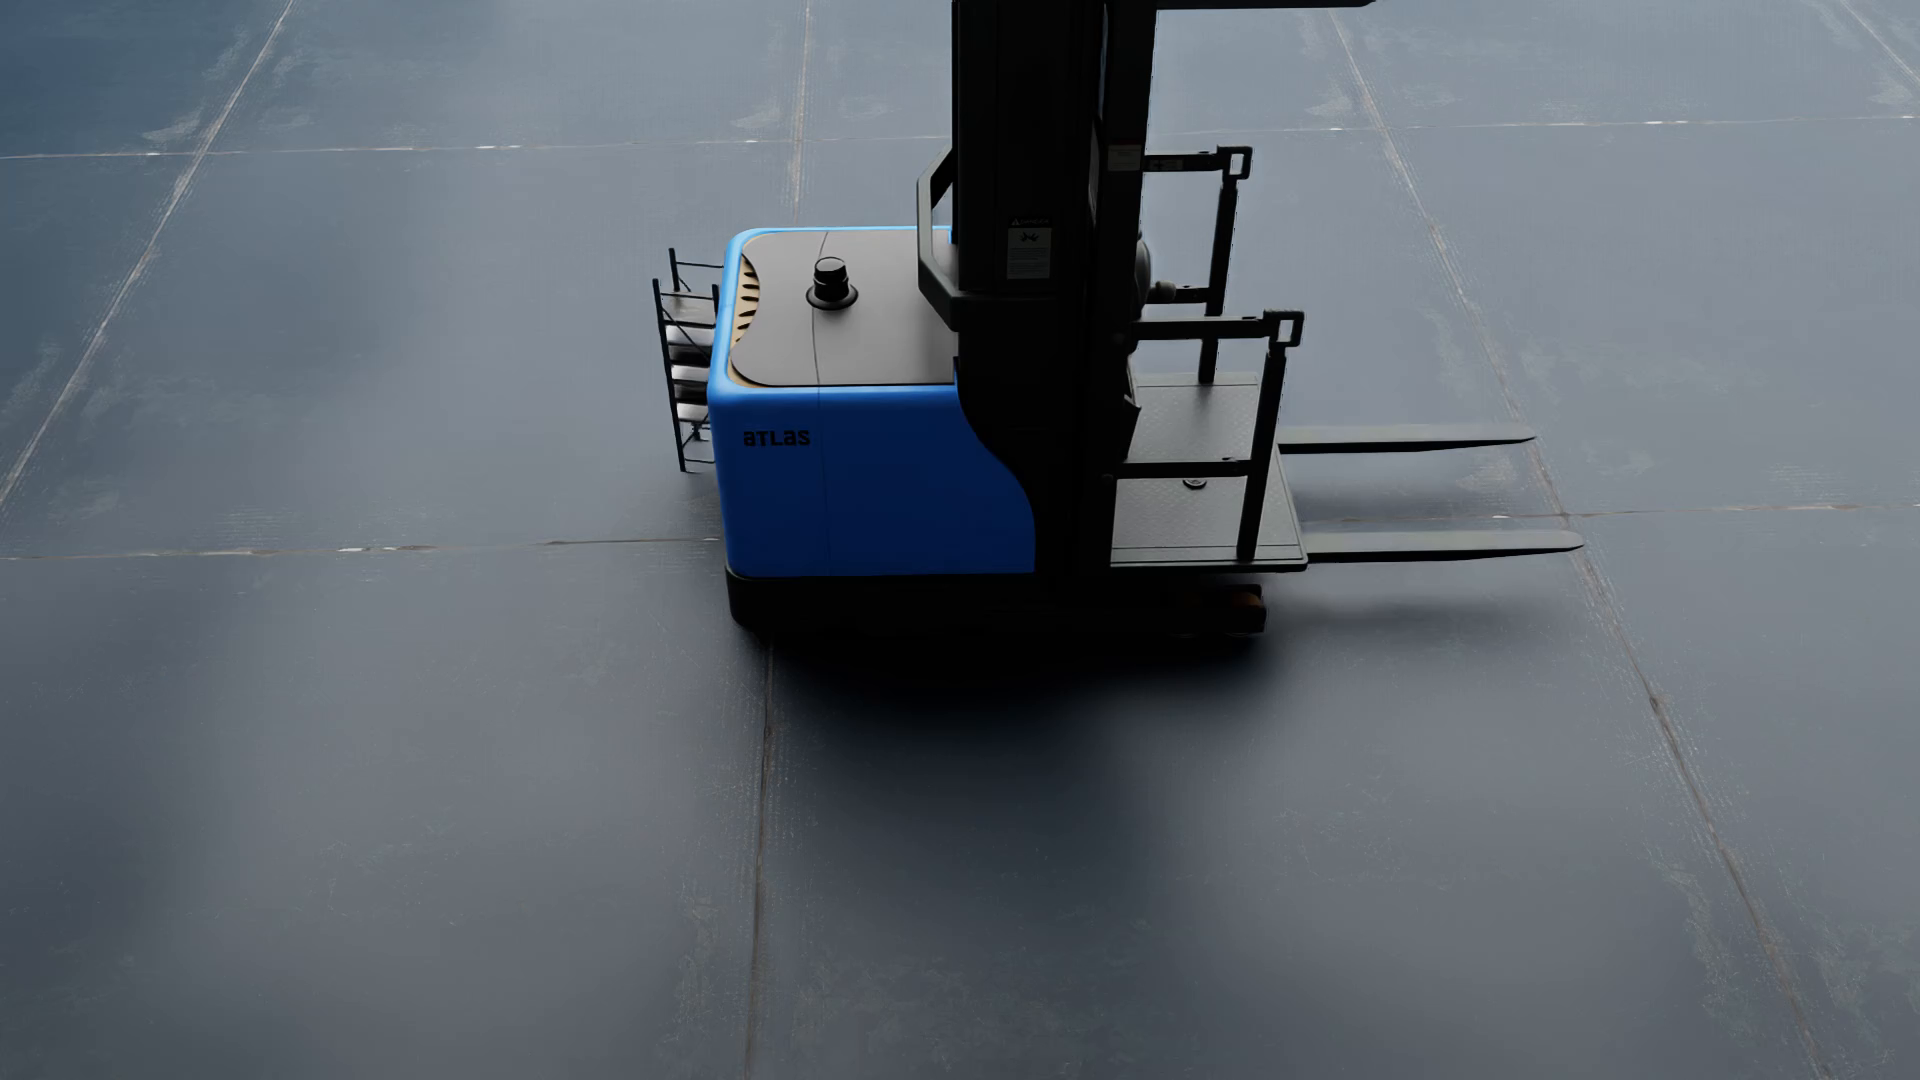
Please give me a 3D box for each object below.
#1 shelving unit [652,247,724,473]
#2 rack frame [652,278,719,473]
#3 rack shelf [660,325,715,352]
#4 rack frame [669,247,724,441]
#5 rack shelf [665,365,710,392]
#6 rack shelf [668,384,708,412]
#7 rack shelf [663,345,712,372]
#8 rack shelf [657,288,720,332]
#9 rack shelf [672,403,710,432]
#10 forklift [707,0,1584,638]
[{"bbox_3d":[-0.964,-0.656,6.300,0.258,0.900,0.210,6,43,7],"label":"shelving unit"},{"bbox_3d":[-0.980,-0.589,6.226,0.240,0.900,0.006,6,43,7],"label":"rack frame"},{"bbox_3d":[-0.964,-0.764,6.201,0.258,0.077,0.200,6,43,7],"label":"rack shelf"},{"bbox_3d":[-0.947,-0.724,6.374,0.240,0.900,0.006,6,43,7],"label":"rack frame"},{"bbox_3d":[-0.964,-0.632,6.322,0.258,0.077,0.200,6,43,7],"label":"rack shelf"},{"bbox_3d":[-0.964,-0.566,6.383,0.258,0.077,0.200,6,43,7],"label":"rack shelf"},{"bbox_3d":[-0.964,-0.698,6.262,0.258,0.077,0.200,6,43,7],"label":"rack shelf"},{"bbox_3d":[-0.964,-0.831,6.140,0.258,0.077,0.200,6,43,7],"label":"rack shelf"},{"bbox_3d":[-0.964,-0.499,6.444,0.258,0.077,0.200,6,43,7],"label":"rack shelf"},{"bbox_3d":[0.693,-1.093,5.274,3.031,2.935,1.130,-1,43,-1],"label":"forklift"}]
